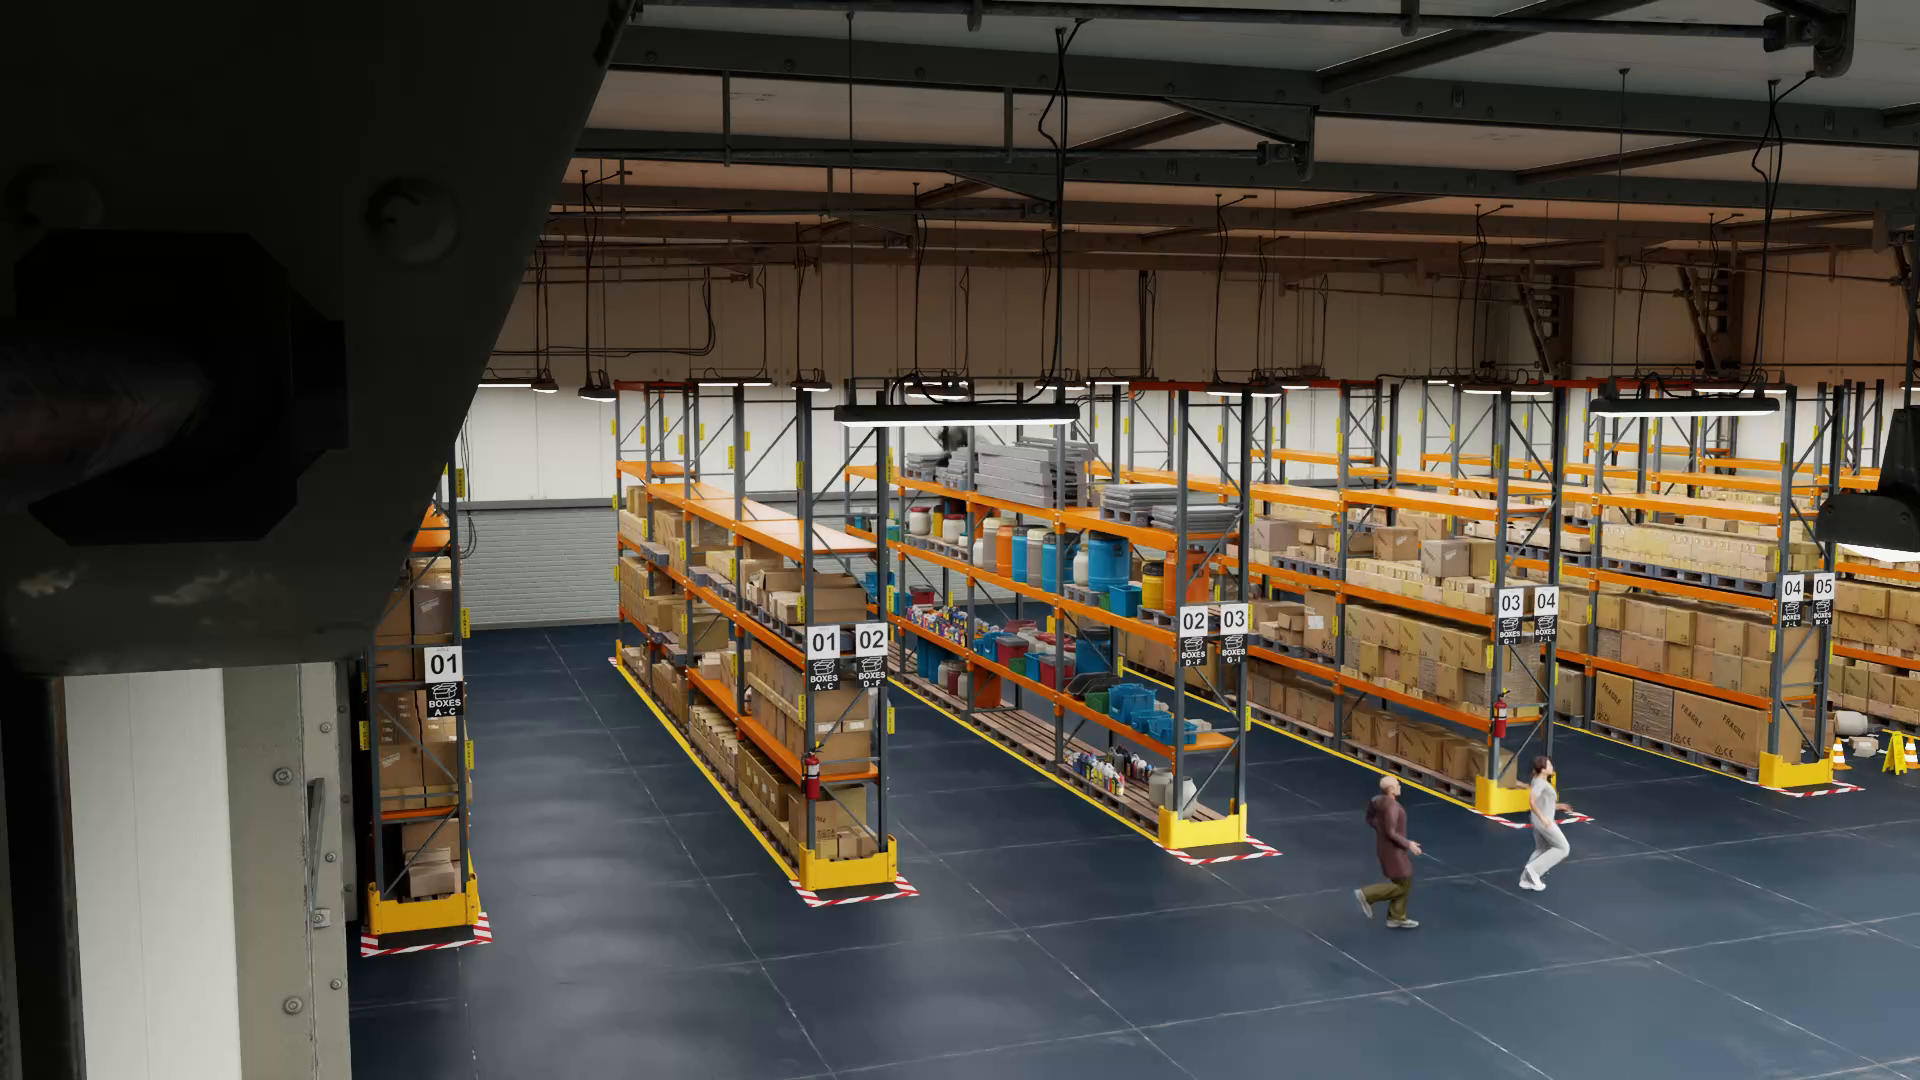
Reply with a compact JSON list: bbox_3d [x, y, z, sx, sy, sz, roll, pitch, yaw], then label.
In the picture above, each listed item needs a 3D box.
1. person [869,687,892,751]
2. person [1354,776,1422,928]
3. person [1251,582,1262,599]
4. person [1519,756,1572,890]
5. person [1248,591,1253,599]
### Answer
[{"bbox_3d":[-1.388,2.563,27.306,0.601,1.818,0.777,-3,7,-29],"label":"person"},{"bbox_3d":[4.789,3.502,18.657,0.770,1.744,0.710,0,6,-3],"label":"person"},{"bbox_3d":[7.556,1.107,41.570,0.686,1.708,0.659,-1,6,-13],"label":"person"},{"bbox_3d":[7.048,3.404,19.980,0.580,1.633,0.552,1,6,8],"label":"person"},{"bbox_3d":[6.038,1.868,34.688,0.580,1.623,0.644,-3,7,-23],"label":"person"}]
